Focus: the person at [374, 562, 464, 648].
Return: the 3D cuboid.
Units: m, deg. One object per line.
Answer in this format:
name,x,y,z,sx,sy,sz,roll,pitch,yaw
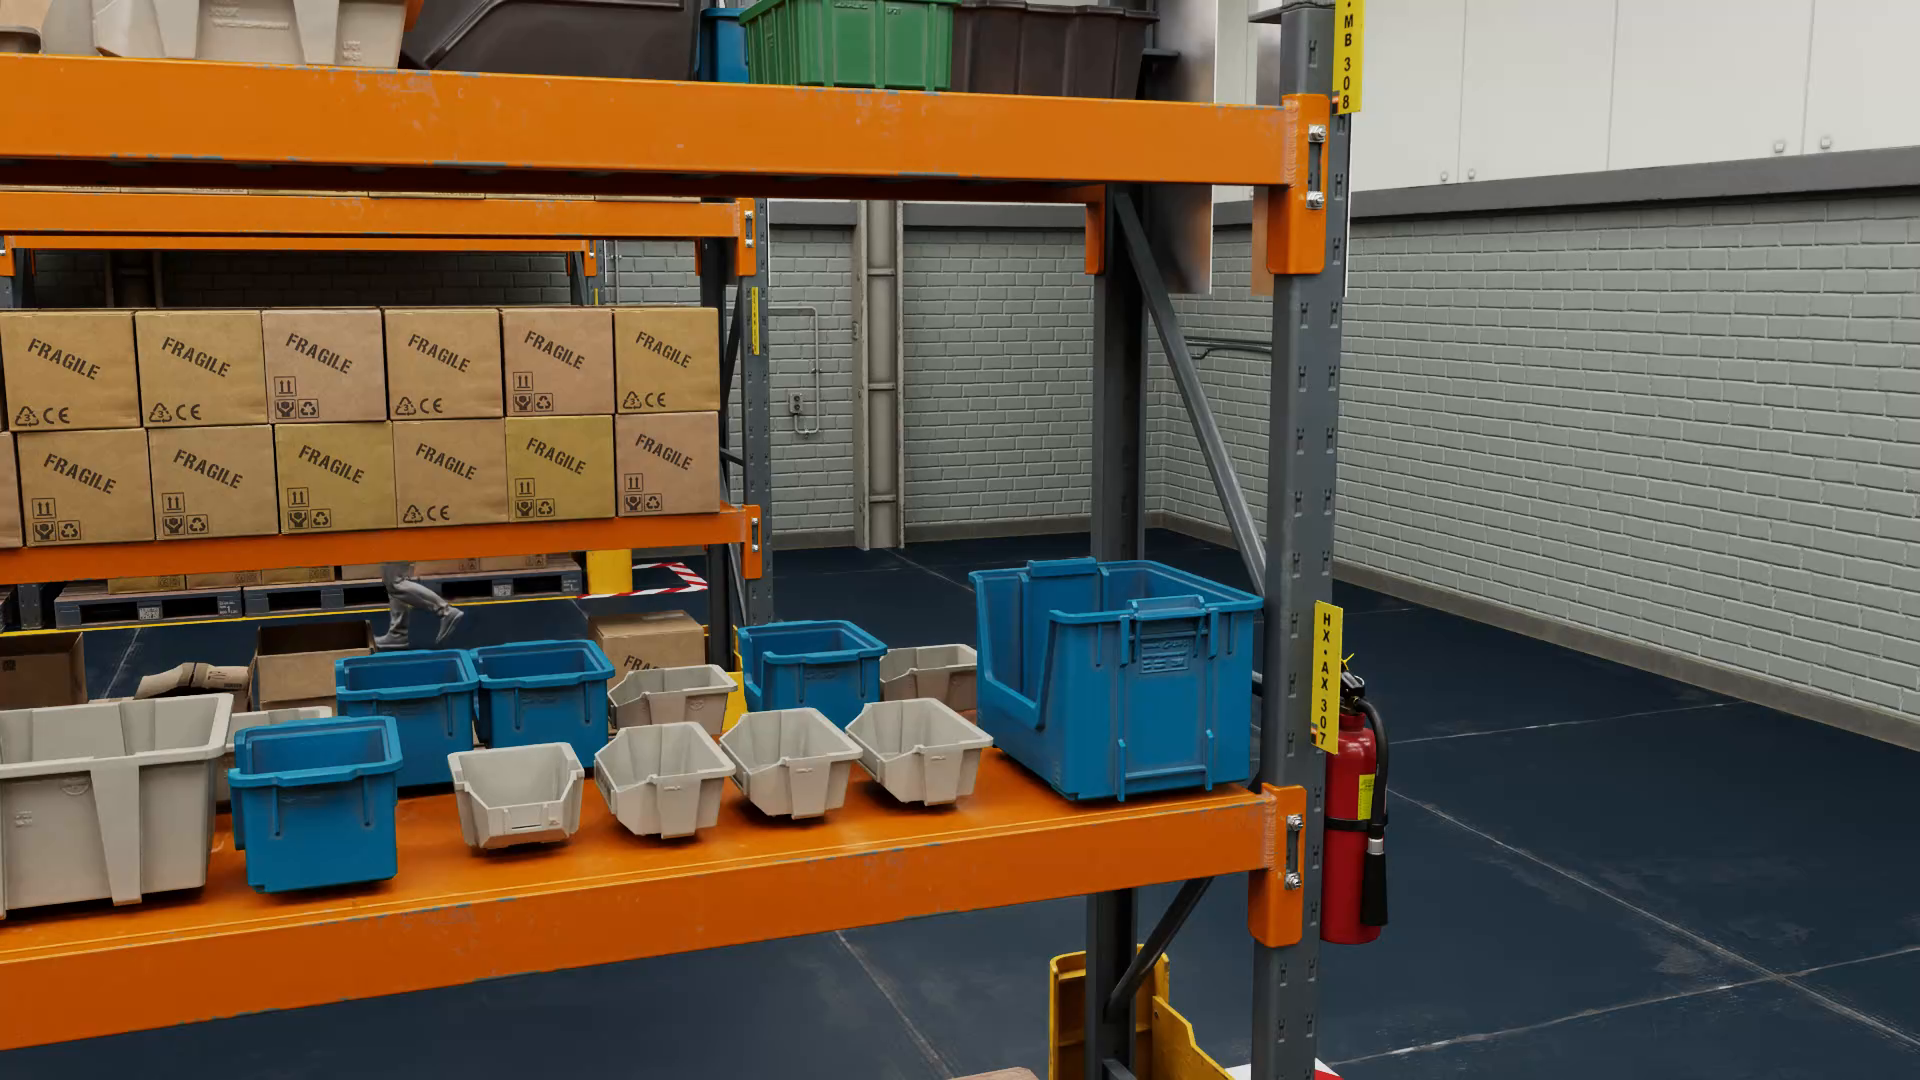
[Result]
person,-3.583,-0.097,10.802,0.743,1.666,0.490,2,9,12
